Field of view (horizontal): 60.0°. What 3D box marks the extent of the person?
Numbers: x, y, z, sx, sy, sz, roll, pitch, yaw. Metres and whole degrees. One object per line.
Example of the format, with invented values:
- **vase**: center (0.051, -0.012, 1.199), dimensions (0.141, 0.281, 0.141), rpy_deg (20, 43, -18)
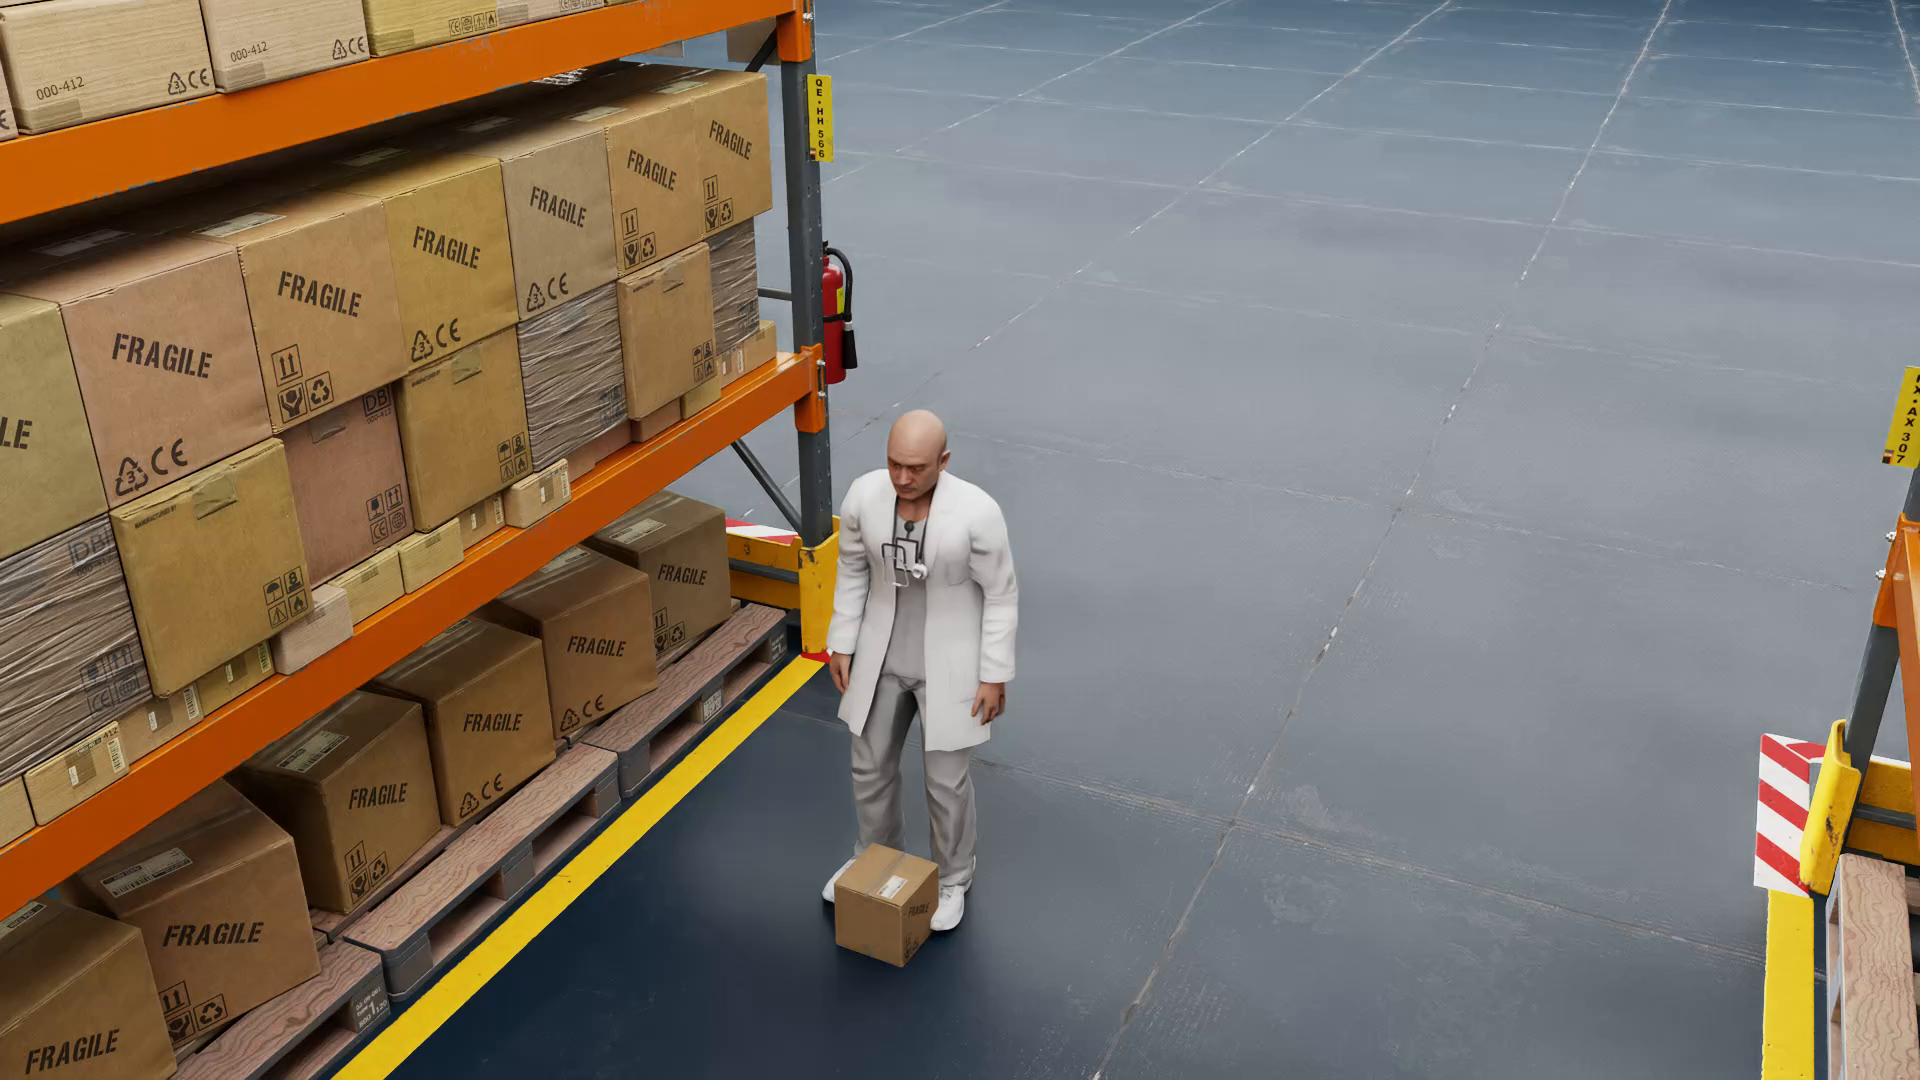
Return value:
- **person**: center (-0.132, 0.401, 5.301), dimensions (0.642, 1.772, 0.428), rpy_deg (10, 28, 20)
